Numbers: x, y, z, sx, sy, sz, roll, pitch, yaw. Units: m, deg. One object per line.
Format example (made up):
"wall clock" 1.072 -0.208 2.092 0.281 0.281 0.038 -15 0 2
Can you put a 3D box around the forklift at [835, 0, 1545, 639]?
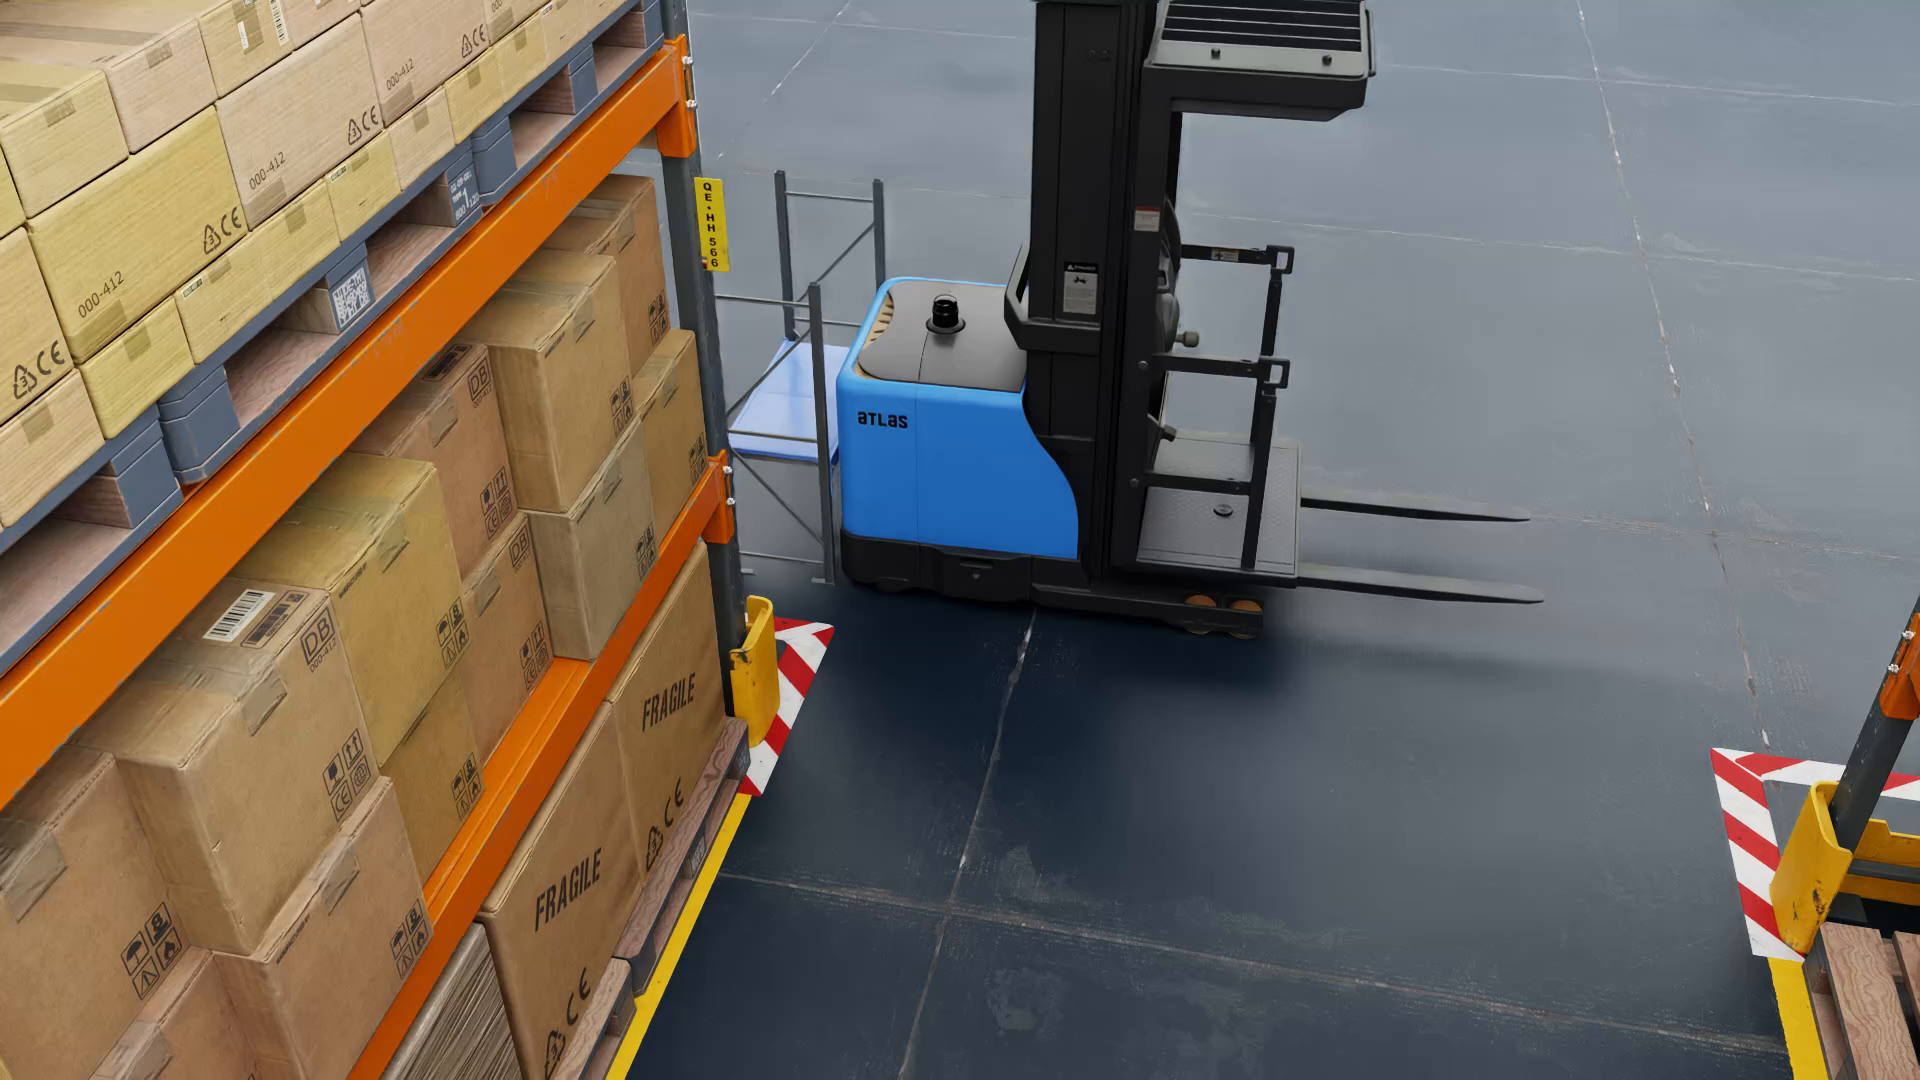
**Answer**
"forklift" 1.036 -1.100 6.770 3.031 2.935 1.130 6 36 8

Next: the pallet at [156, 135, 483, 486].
"pallet" -1.744 -0.587 3.524 1.003 0.211 1.213 7 37 10

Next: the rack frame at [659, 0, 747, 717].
"rack frame" -1.337 -0.537 5.934 1.000 3.000 0.127 7 37 10

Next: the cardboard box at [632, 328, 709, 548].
"cardboard box" -1.372 -0.379 5.589 0.875 0.550 0.550 7 37 10

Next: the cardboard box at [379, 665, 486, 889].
"cardboard box" -1.783 0.553 4.303 0.875 0.550 0.500 7 37 10

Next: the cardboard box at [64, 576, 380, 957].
"cardboard box" -1.826 0.429 3.554 0.875 0.550 0.550 7 37 10

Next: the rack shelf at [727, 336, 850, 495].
"rack shelf" -0.696 -0.586 7.587 0.538 0.185 1.000 7 37 10

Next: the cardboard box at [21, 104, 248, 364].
"cardboard box" -1.600 -0.552 2.831 0.500 0.250 0.500 7 37 9

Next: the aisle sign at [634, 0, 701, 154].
"aisle sign" -1.029 -1.592 5.176 0.394 0.787 0.004 7 37 10

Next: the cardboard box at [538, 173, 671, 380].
"cardboard box" -1.454 -0.827 5.287 0.875 0.550 0.550 7 37 10

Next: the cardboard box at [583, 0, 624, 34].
"cardboard box" -1.132 -1.483 4.455 0.380 0.149 0.250 8 37 10

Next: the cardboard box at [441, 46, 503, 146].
"cardboard box" -1.295 -1.043 3.848 0.380 0.149 0.250 7 36 9

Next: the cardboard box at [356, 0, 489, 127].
"cardboard box" -1.385 -1.131 3.630 0.500 0.250 0.500 7 37 10

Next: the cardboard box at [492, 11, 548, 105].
"cardboard box" -1.241 -1.190 4.051 0.380 0.149 0.250 8 37 10

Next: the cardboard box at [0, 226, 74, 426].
"cardboard box" -1.707 -0.263 2.432 0.500 0.250 0.500 7 37 10

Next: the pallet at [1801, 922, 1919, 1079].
"pallet" 3.262 1.777 5.118 1.003 0.211 1.213 7 37 10

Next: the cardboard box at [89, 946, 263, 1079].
"cardboard box" -2.029 1.165 3.459 0.875 0.550 0.550 7 37 10

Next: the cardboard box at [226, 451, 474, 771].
"cardboard box" -1.720 0.124 3.975 0.875 0.550 0.500 7 37 10

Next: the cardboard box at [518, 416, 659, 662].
"cardboard box" -1.468 -0.061 5.150 0.875 0.550 0.550 7 37 10

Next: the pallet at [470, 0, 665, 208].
"pallet" -1.485 -1.289 4.492 1.003 0.211 1.213 7 37 10

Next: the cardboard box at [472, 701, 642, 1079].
"cardboard box" -1.603 1.055 5.191 0.875 0.875 0.875 7 36 9

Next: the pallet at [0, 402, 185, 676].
"pallet" -2.007 0.110 2.562 1.003 0.211 1.213 7 37 10

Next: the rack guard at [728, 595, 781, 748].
"rack guard" -1.332 0.462 6.687 1.175 0.500 0.348 7 37 10

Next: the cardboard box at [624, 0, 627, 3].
"cardboard box" -1.077 -1.627 4.654 0.380 0.149 0.250 7 37 10

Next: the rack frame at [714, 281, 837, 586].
"rack frame" -0.803 -0.440 7.080 0.500 1.500 0.032 7 37 10

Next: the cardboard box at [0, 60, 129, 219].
"cardboard box" -1.566 -0.641 2.613 0.380 0.149 0.250 8 37 10

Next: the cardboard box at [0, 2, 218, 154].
"cardboard box" -1.511 -0.786 2.813 0.380 0.149 0.250 7 37 10

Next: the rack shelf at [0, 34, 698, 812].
"rack shelf" -1.764 -0.313 3.683 1.077 0.370 4.000 7 37 10

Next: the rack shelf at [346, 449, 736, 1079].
"rack shelf" -1.764 0.901 4.564 1.077 0.370 4.000 7 37 10

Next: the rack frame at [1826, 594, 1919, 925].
"rack frame" 3.487 0.143 4.997 1.000 3.000 0.127 7 37 10

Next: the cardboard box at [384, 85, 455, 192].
"cardboard box" -1.349 -0.899 3.649 0.380 0.149 0.250 8 37 10

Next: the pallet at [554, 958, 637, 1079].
"pallet" -1.694 1.758 5.145 1.003 0.211 1.213 7 37 10

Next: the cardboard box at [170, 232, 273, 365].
"cardboard box" -1.512 -0.463 3.048 0.380 0.149 0.250 7 37 10

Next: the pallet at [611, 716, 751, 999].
"pallet" -1.432 1.061 6.107 1.003 0.211 1.213 7 37 10

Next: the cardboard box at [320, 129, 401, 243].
"cardboard box" -1.403 -0.753 3.447 0.380 0.149 0.250 8 37 11

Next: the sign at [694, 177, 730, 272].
"sign" -0.810 -1.025 5.420 0.100 0.325 0.005 7 37 10

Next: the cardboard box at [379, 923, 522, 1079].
"cardboard box" -1.800 1.578 4.470 0.875 0.875 0.875 8 37 10

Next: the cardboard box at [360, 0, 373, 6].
"cardboard box" -1.350 -1.218 3.410 0.380 0.149 0.250 7 36 9

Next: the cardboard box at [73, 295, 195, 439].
"cardboard box" -1.566 -0.317 2.846 0.380 0.149 0.250 7 36 9

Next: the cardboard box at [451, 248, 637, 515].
"cardboard box" -1.482 -0.500 4.836 0.875 0.550 0.550 7 37 10

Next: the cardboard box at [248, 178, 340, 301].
"cardboard box" -1.457 -0.605 3.244 0.380 0.149 0.250 8 37 11

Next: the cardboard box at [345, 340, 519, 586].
"cardboard box" -1.734 -0.196 4.416 0.875 0.550 0.550 7 37 10

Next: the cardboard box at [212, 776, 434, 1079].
"cardboard box" -1.799 0.870 3.866 0.875 0.550 0.550 7 37 10

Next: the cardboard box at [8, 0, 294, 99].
"cardboard box" -1.457 -0.928 3.010 0.380 0.149 0.250 7 37 10

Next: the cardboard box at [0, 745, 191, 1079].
"cardboard box" -2.075 0.721 3.151 0.875 0.550 0.550 7 37 10

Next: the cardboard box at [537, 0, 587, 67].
"cardboard box" -1.186 -1.335 4.251 0.380 0.149 0.250 8 37 11

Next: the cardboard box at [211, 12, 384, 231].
"cardboard box" -1.493 -0.843 3.232 0.500 0.250 0.500 8 37 10

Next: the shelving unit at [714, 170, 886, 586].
"shelving unit" -0.696 -0.732 7.482 0.538 1.500 1.048 7 37 10

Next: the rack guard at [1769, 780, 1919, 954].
"rack guard" 3.470 1.199 5.670 1.175 0.500 0.348 7 37 10

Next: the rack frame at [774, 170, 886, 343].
"rack frame" -0.589 -1.024 7.884 0.500 1.500 0.032 7 37 10

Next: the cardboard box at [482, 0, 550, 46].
"cardboard box" -1.276 -1.419 4.027 0.500 0.250 0.500 7 37 10

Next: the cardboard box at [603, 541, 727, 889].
"cardboard box" -1.418 0.551 5.887 0.875 0.875 0.875 8 37 10

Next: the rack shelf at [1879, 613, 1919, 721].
"rack shelf" 3.060 1.581 3.626 1.077 0.370 4.000 7 37 10

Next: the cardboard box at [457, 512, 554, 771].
"cardboard box" -1.711 0.244 4.729 0.875 0.550 0.550 7 37 10

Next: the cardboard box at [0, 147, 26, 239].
"cardboard box" -1.620 -0.493 2.409 0.380 0.149 0.250 7 36 9

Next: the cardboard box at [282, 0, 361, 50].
"cardboard box" -1.403 -1.073 3.210 0.380 0.149 0.250 8 37 10

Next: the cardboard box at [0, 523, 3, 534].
"cardboard box" -1.674 -0.024 2.443 0.380 0.149 0.250 7 37 10

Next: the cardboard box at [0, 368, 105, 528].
"cardboard box" -1.620 -0.168 2.641 0.380 0.149 0.250 7 36 9
